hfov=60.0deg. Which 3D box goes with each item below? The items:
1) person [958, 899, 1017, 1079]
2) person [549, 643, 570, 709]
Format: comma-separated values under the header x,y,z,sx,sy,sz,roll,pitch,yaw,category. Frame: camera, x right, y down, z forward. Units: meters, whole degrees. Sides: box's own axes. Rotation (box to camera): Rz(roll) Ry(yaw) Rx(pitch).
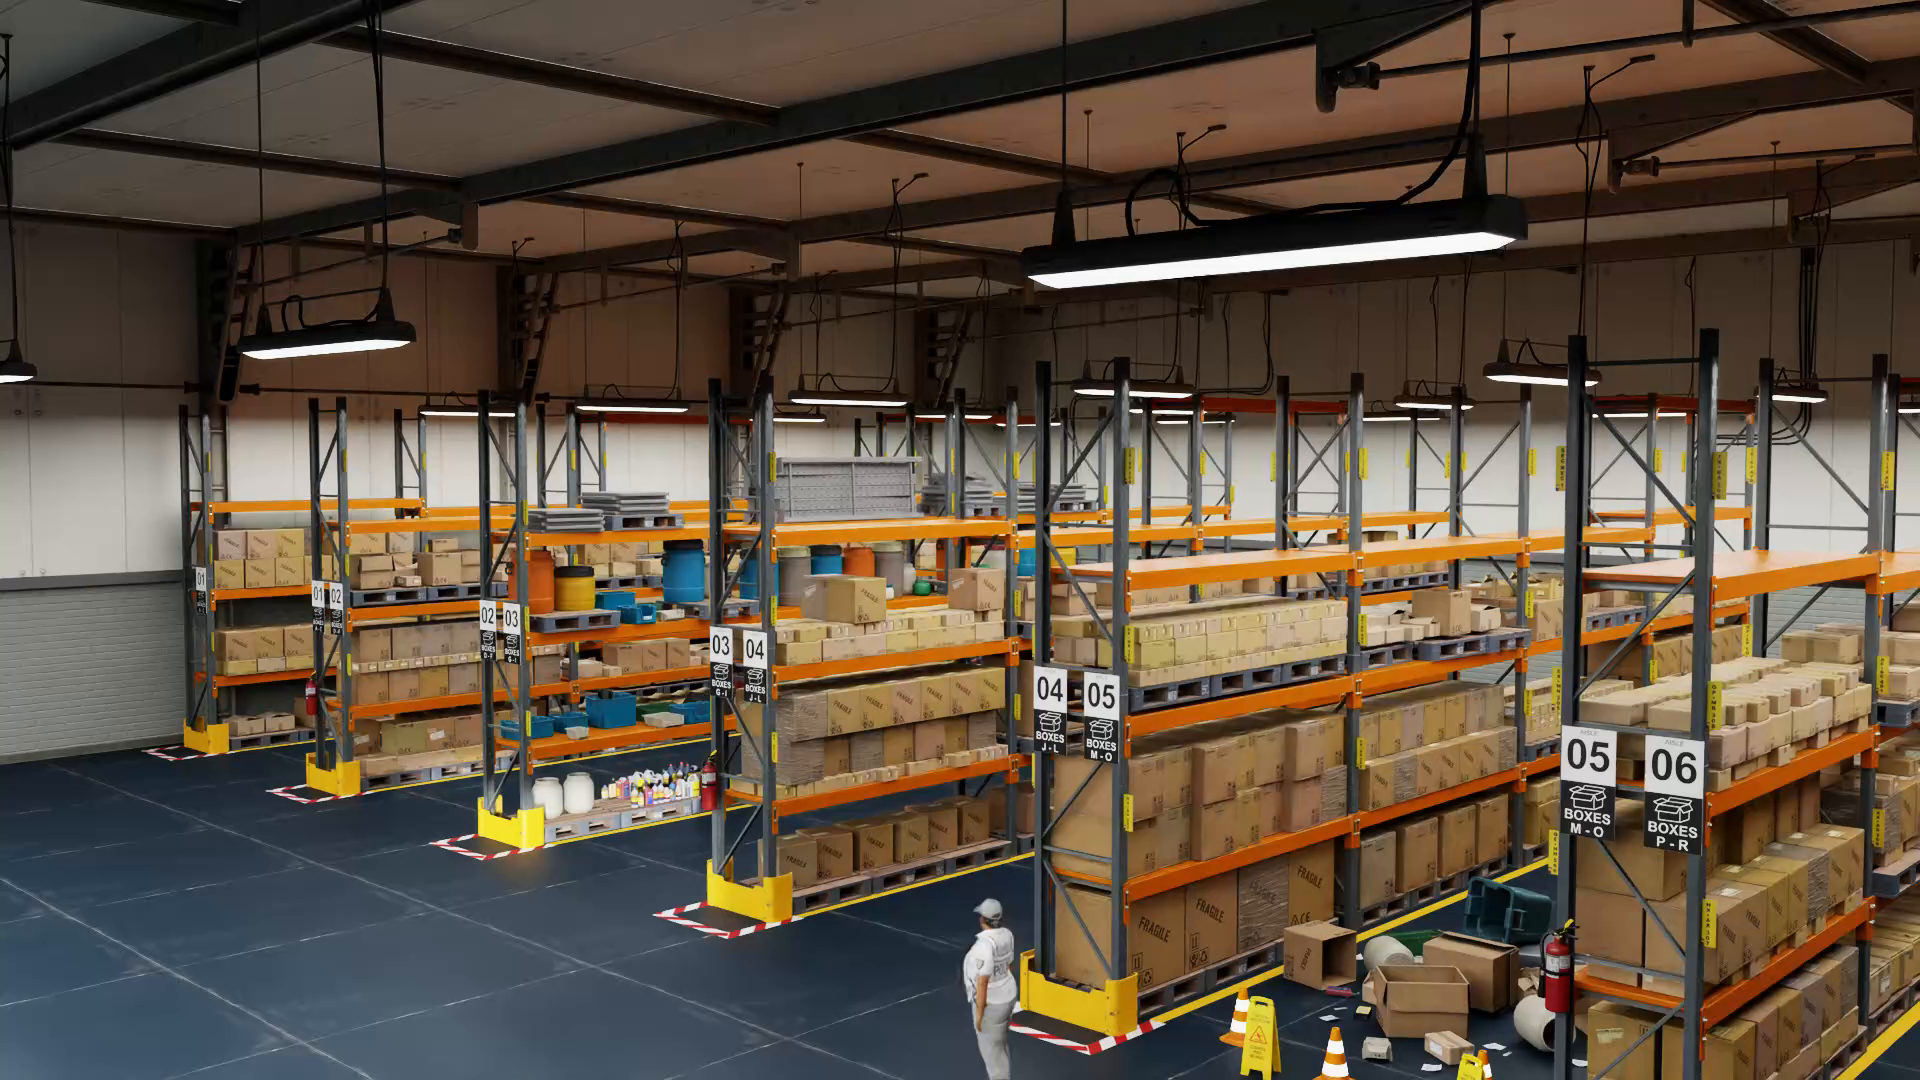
x,y,z,sx,sy,sz,roll,pitch,yaw,category
0.228,3.649,13.036,0.425,1.697,0.515,1,3,18,person
-7.300,2.749,30.403,0.550,1.725,0.368,-3,4,-42,person
